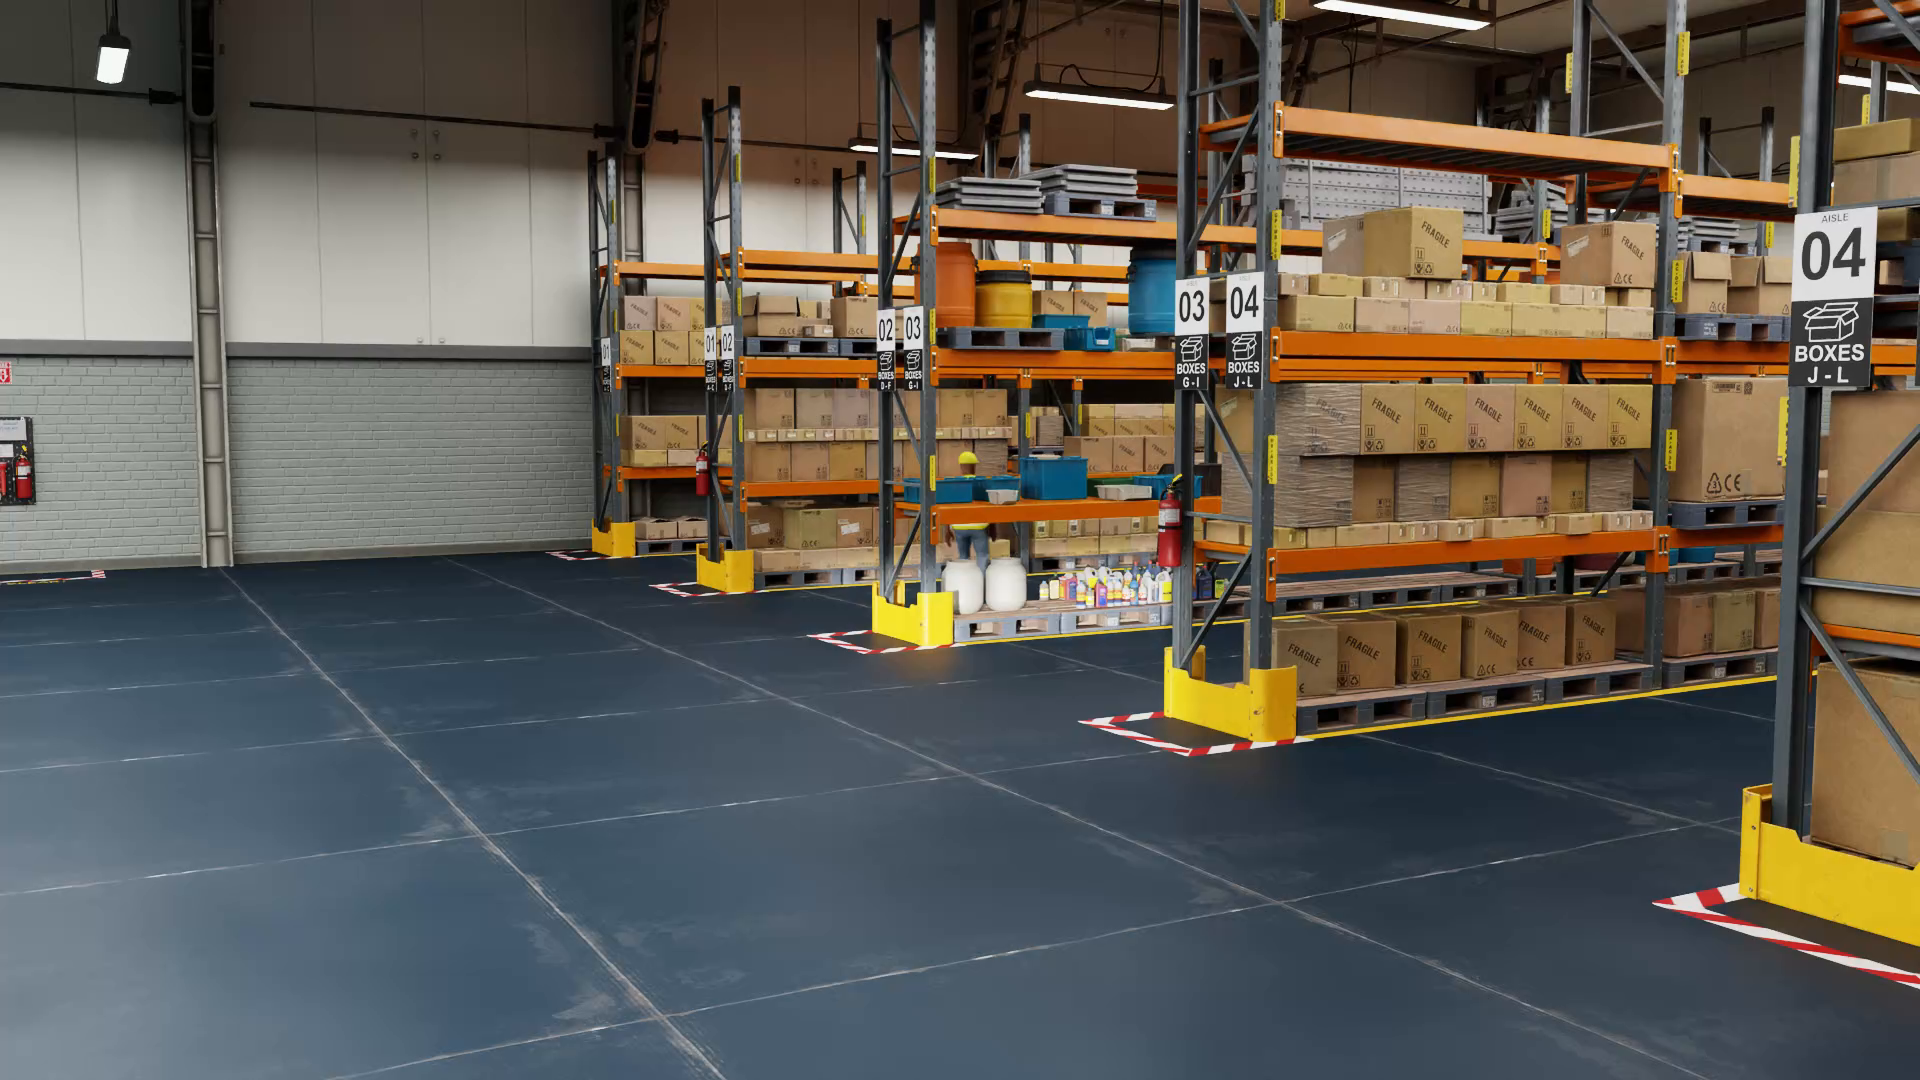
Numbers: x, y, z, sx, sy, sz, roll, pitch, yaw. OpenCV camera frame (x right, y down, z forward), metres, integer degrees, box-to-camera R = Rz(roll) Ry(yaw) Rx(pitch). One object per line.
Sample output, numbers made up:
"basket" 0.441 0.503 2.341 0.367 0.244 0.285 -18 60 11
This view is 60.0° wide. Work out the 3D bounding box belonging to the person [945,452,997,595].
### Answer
"person" 0.144 -0.160 19.209 0.589 1.724 0.959 1 5 12
